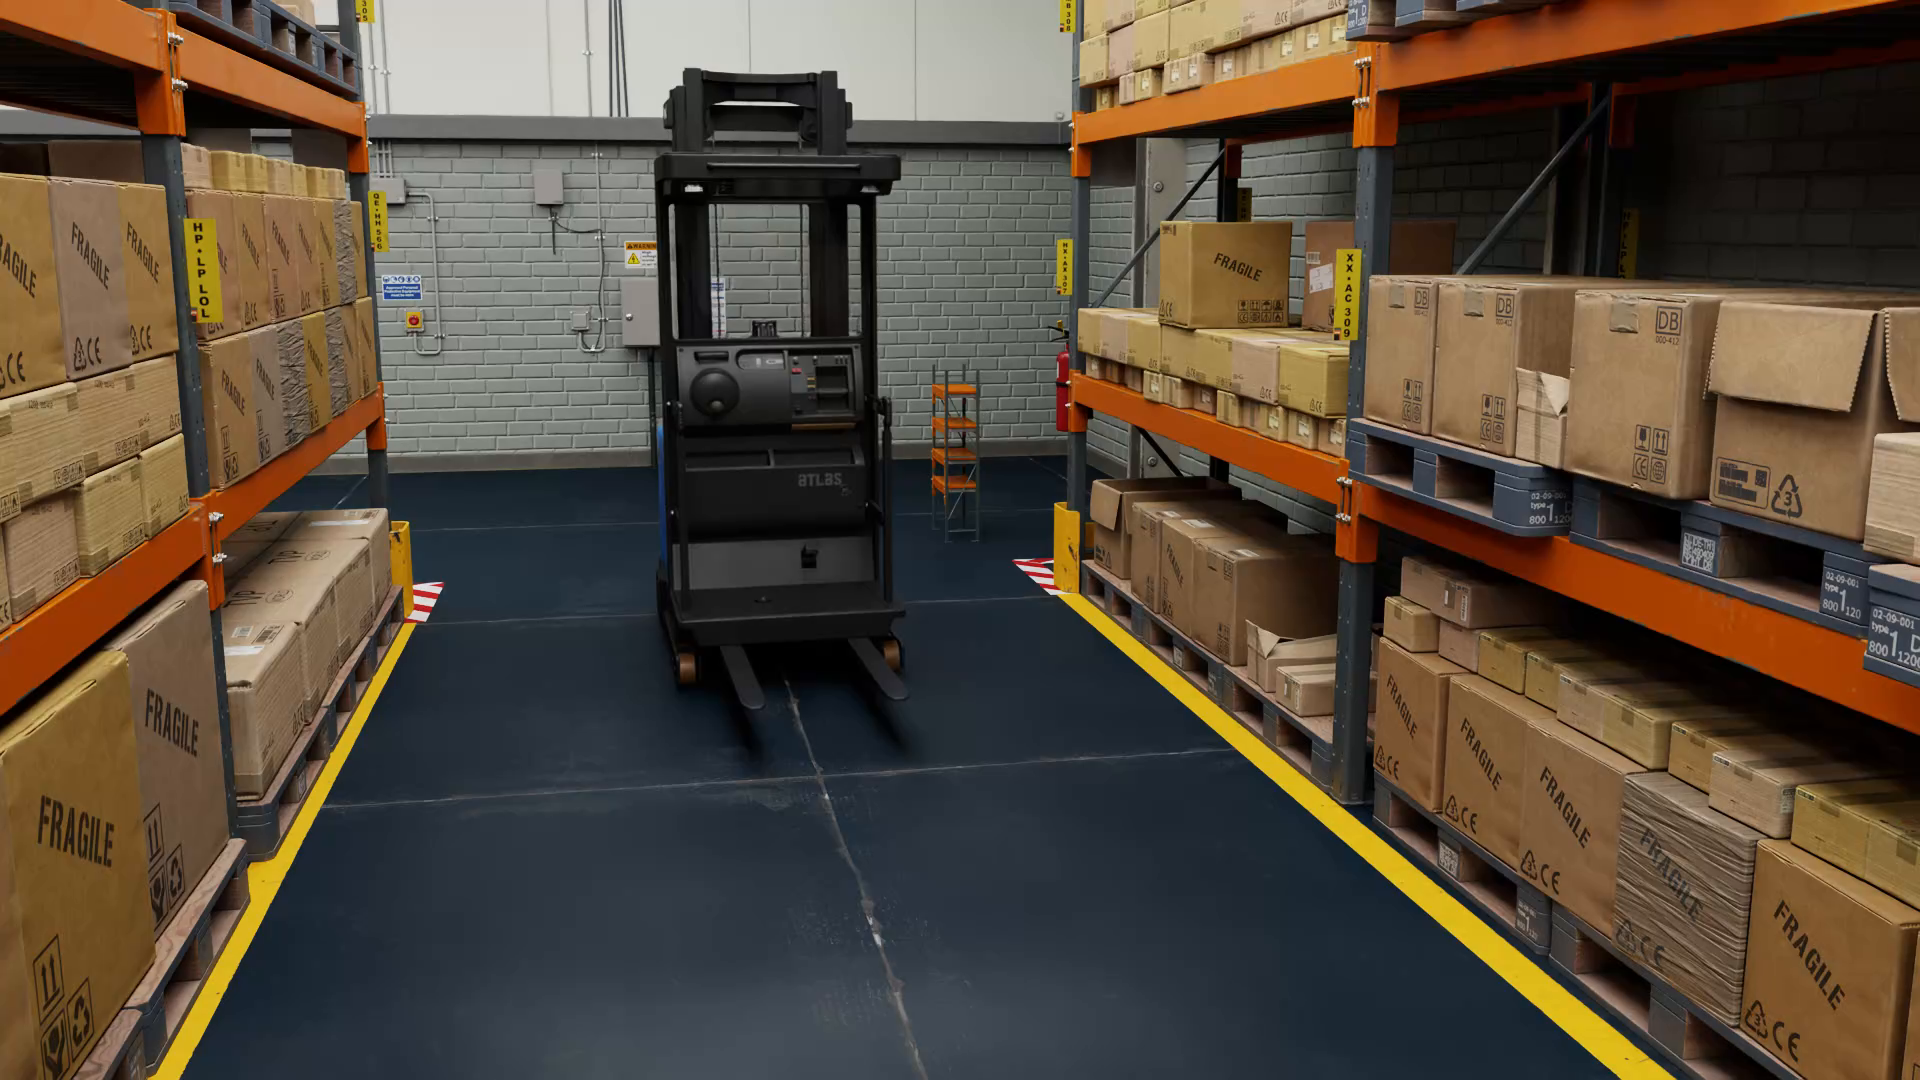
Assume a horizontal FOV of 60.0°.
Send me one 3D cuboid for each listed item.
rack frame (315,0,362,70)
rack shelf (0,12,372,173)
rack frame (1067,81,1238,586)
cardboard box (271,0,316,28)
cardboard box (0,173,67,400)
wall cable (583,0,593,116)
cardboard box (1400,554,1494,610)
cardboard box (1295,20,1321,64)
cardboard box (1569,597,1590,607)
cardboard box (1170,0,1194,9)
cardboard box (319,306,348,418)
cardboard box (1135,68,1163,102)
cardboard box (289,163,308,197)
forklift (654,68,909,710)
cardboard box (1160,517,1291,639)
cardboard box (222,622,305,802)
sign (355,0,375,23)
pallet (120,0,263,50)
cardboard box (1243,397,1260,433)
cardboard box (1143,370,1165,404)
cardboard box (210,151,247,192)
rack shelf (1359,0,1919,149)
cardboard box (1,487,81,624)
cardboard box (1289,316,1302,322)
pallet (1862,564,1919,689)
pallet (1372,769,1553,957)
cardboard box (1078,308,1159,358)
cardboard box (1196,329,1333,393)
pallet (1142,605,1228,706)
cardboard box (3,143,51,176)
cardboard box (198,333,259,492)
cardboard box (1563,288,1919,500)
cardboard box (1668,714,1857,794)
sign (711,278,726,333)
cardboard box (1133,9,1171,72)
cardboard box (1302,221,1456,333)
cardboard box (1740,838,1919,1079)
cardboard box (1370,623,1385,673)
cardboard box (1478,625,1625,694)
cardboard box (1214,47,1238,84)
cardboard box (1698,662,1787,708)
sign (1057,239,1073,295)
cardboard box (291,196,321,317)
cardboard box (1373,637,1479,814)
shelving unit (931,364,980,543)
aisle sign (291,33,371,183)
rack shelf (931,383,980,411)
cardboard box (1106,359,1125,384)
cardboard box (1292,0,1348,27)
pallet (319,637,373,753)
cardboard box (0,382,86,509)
[{"bbox_3d":[-3.710,-3.982,8.552,1.000,3.000,0.127,-2,11,-11],"label":"rack frame"},{"bbox_3d":[-3.321,-1.789,6.973,1.077,0.370,4.000,-2,11,-11],"label":"rack shelf"},{"bbox_3d":[1.158,-1.216,10.065,1.000,3.000,0.127,-2,11,-11],"label":"rack frame"},{"bbox_3d":[-3.534,-2.611,8.382,0.500,0.250,0.500,-3,11,-16],"label":"cardboard box"},{"bbox_3d":[-2.412,-0.581,3.784,0.500,0.500,0.500,-2,11,-9],"label":"cardboard box"},{"bbox_3d":[-4.354,-5.042,14.121,2.355,3.000,0.029,-2,11,-11],"label":"wall cable"},{"bbox_3d":[1.804,0.147,5.932,0.380,0.149,0.250,-2,11,-12],"label":"cardboard box"},{"bbox_3d":[1.532,-1.933,6.480,0.380,0.149,0.250,-2,11,-11],"label":"cardboard box"},{"bbox_3d":[2.290,0.277,6.045,0.380,0.149,0.250,-3,11,-13],"label":"cardboard box"},{"bbox_3d":[1.299,-2.639,7.784,0.500,0.250,0.500,-2,11,-9],"label":"cardboard box"},{"bbox_3d":[-3.164,-0.819,7.709,0.500,0.500,0.500,-2,11,-9],"label":"cardboard box"},{"bbox_3d":[1.107,-2.308,8.448,0.380,0.149,0.250,-2,11,-11],"label":"cardboard box"},{"bbox_3d":[-3.142,-1.604,7.423,0.380,0.149,0.250,-2,11,-10],"label":"cardboard box"},{"bbox_3d":[-0.898,-0.815,8.140,1.130,2.935,3.031,-3,11,-13],"label":"forklift"},{"bbox_3d":[1.317,0.180,8.292,0.500,0.500,0.500,-2,11,-10],"label":"cardboard box"},{"bbox_3d":[-2.949,0.632,6.084,0.875,0.438,0.875,-2,11,-12],"label":"cardboard box"},{"bbox_3d":[-3.175,-2.922,8.848,0.100,0.325,0.005,-2,11,-11],"label":"sign"},{"bbox_3d":[-3.081,-1.882,5.777,1.003,0.211,1.213,-2,11,-11],"label":"pallet"},{"bbox_3d":[1.456,-0.552,7.244,0.380,0.149,0.250,-2,11,-10],"label":"cardboard box"},{"bbox_3d":[1.155,-0.785,8.468,0.380,0.149,0.250,-2,11,-13],"label":"cardboard box"},{"bbox_3d":[-2.884,-1.367,6.182,0.380,0.149,0.250,-2,11,-11],"label":"cardboard box"},{"bbox_3d":[2.325,-1.236,4.070,1.077,0.370,4.000,-2,11,-11],"label":"rack shelf"},{"bbox_3d":[-2.420,0.032,3.908,0.500,0.250,0.500,-2,11,-13],"label":"cardboard box"},{"bbox_3d":[1.699,-1.029,8.684,0.500,0.250,0.500,-2,11,-9],"label":"cardboard box"},{"bbox_3d":[2.513,0.223,3.014,1.213,0.211,1.003,-2,11,-11],"label":"pallet"},{"bbox_3d":[2.131,1.035,5.695,1.003,0.211,1.213,-2,11,-11],"label":"pallet"},{"bbox_3d":[0.982,-1.196,9.563,0.500,0.250,0.500,-2,11,-11],"label":"cardboard box"},{"bbox_3d":[1.402,-0.823,7.604,0.500,0.250,0.500,-2,11,-11],"label":"cardboard box"},{"bbox_3d":[1.563,0.537,8.311,1.003,0.211,1.213,-2,11,-11],"label":"pallet"},{"bbox_3d":[-3.249,-1.258,5.606,0.380,0.149,0.250,-2,11,-10],"label":"cardboard box"},{"bbox_3d":[-2.767,-0.446,5.752,0.500,0.500,0.500,-2,11,-9],"label":"cardboard box"},{"bbox_3d":[2.064,-0.402,4.398,0.700,0.500,0.500,-2,11,-11],"label":"cardboard box"},{"bbox_3d":[2.141,0.581,4.447,0.380,0.149,0.250,-2,11,-11],"label":"cardboard box"},{"bbox_3d":[-2.297,-2.127,15.106,0.329,0.494,0.001,-2,11,-11],"label":"sign"},{"bbox_3d":[1.183,-2.484,8.310,0.500,0.250,0.500,-2,11,-13],"label":"cardboard box"},{"bbox_3d":[1.907,-1.206,7.613,0.500,0.500,0.500,-2,11,-13],"label":"cardboard box"},{"bbox_3d":[2.229,1.015,3.905,0.500,0.500,0.500,-2,11,-9],"label":"cardboard box"},{"bbox_3d":[2.039,0.502,7.105,0.500,0.311,0.500,-2,11,-9],"label":"cardboard box"},{"bbox_3d":[1.936,0.390,5.451,0.380,0.149,0.250,-3,11,-14],"label":"cardboard box"},{"bbox_3d":[1.366,-2.124,7.483,0.380,0.149,0.250,-2,11,-10],"label":"cardboard box"},{"bbox_3d":[2.479,0.468,5.042,0.380,0.149,0.250,-2,11,-9],"label":"cardboard box"},{"bbox_3d":[0.626,-1.622,9.880,0.100,0.325,0.005,-2,11,-11],"label":"sign"},{"bbox_3d":[-3.063,-1.218,7.131,0.500,0.500,0.500,-2,11,-11],"label":"cardboard box"},{"bbox_3d":[1.809,0.636,5.896,0.500,0.500,0.500,-2,11,-9],"label":"cardboard box"},{"bbox_3d":[-0.032,-0.620,11.744,0.258,1.200,0.503,-2,11,-11],"label":"shelving unit"},{"bbox_3d":[-3.420,-2.337,8.999,0.394,0.787,0.004,-2,11,-11],"label":"aisle sign"},{"bbox_3d":[-0.032,-1.006,11.670,0.258,0.148,0.480,-2,11,-11],"label":"rack shelf"},{"bbox_3d":[1.048,-0.978,9.483,0.380,0.149,0.250,-2,11,-10],"label":"cardboard box"},{"bbox_3d":[1.597,-2.108,6.334,0.500,0.250,0.500,-2,11,-11],"label":"cardboard box"},{"bbox_3d":[-3.244,0.702,7.445,1.003,0.211,1.213,-2,11,-11],"label":"pallet"},{"bbox_3d":[-2.397,-0.215,3.869,0.500,0.250,0.500,-2,11,-10],"label":"cardboard box"}]
